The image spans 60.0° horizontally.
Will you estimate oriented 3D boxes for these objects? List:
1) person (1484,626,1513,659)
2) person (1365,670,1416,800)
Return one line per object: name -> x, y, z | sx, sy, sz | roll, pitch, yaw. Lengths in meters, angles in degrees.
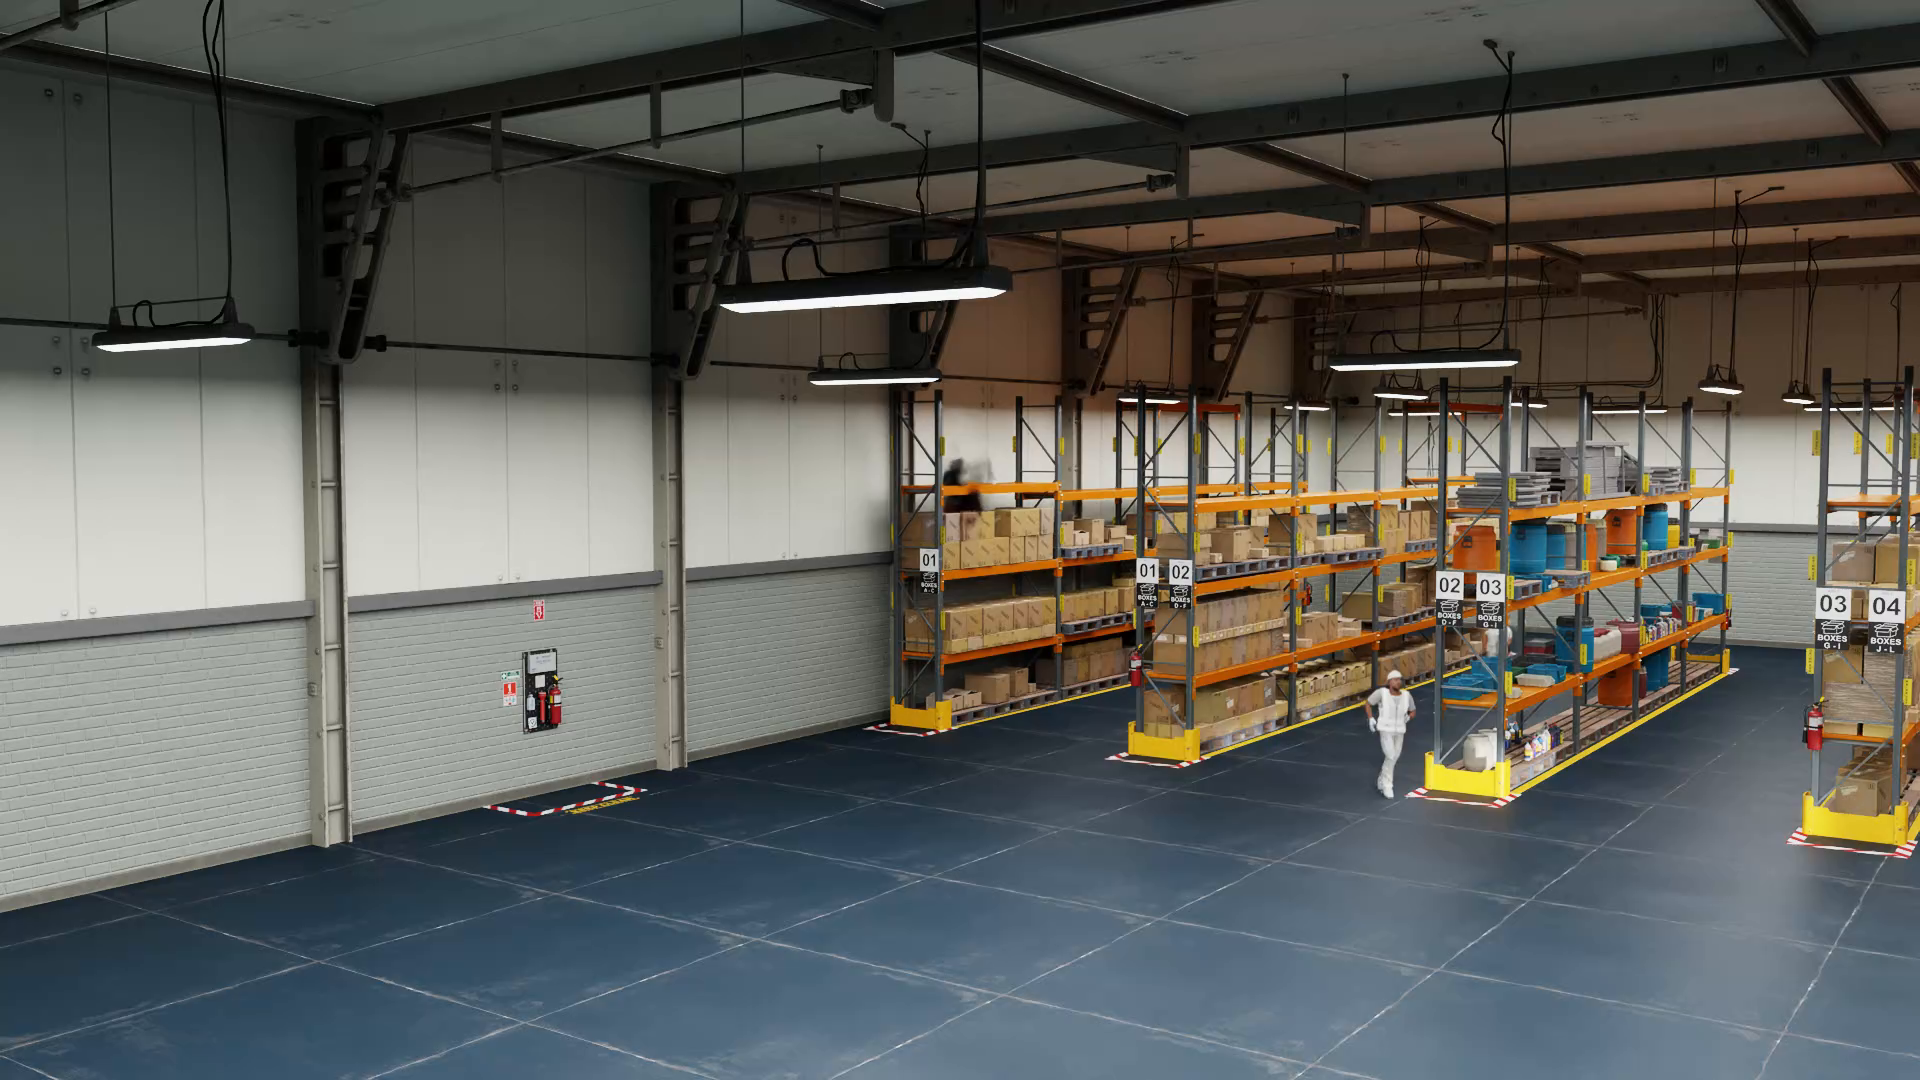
person -> 10.815, 2.297, 33.464 | 0.578, 1.689, 0.692 | 1, 3, 22
person -> 6.219, 2.773, 23.877 | 0.668, 1.800, 0.657 | -1, 3, -10
